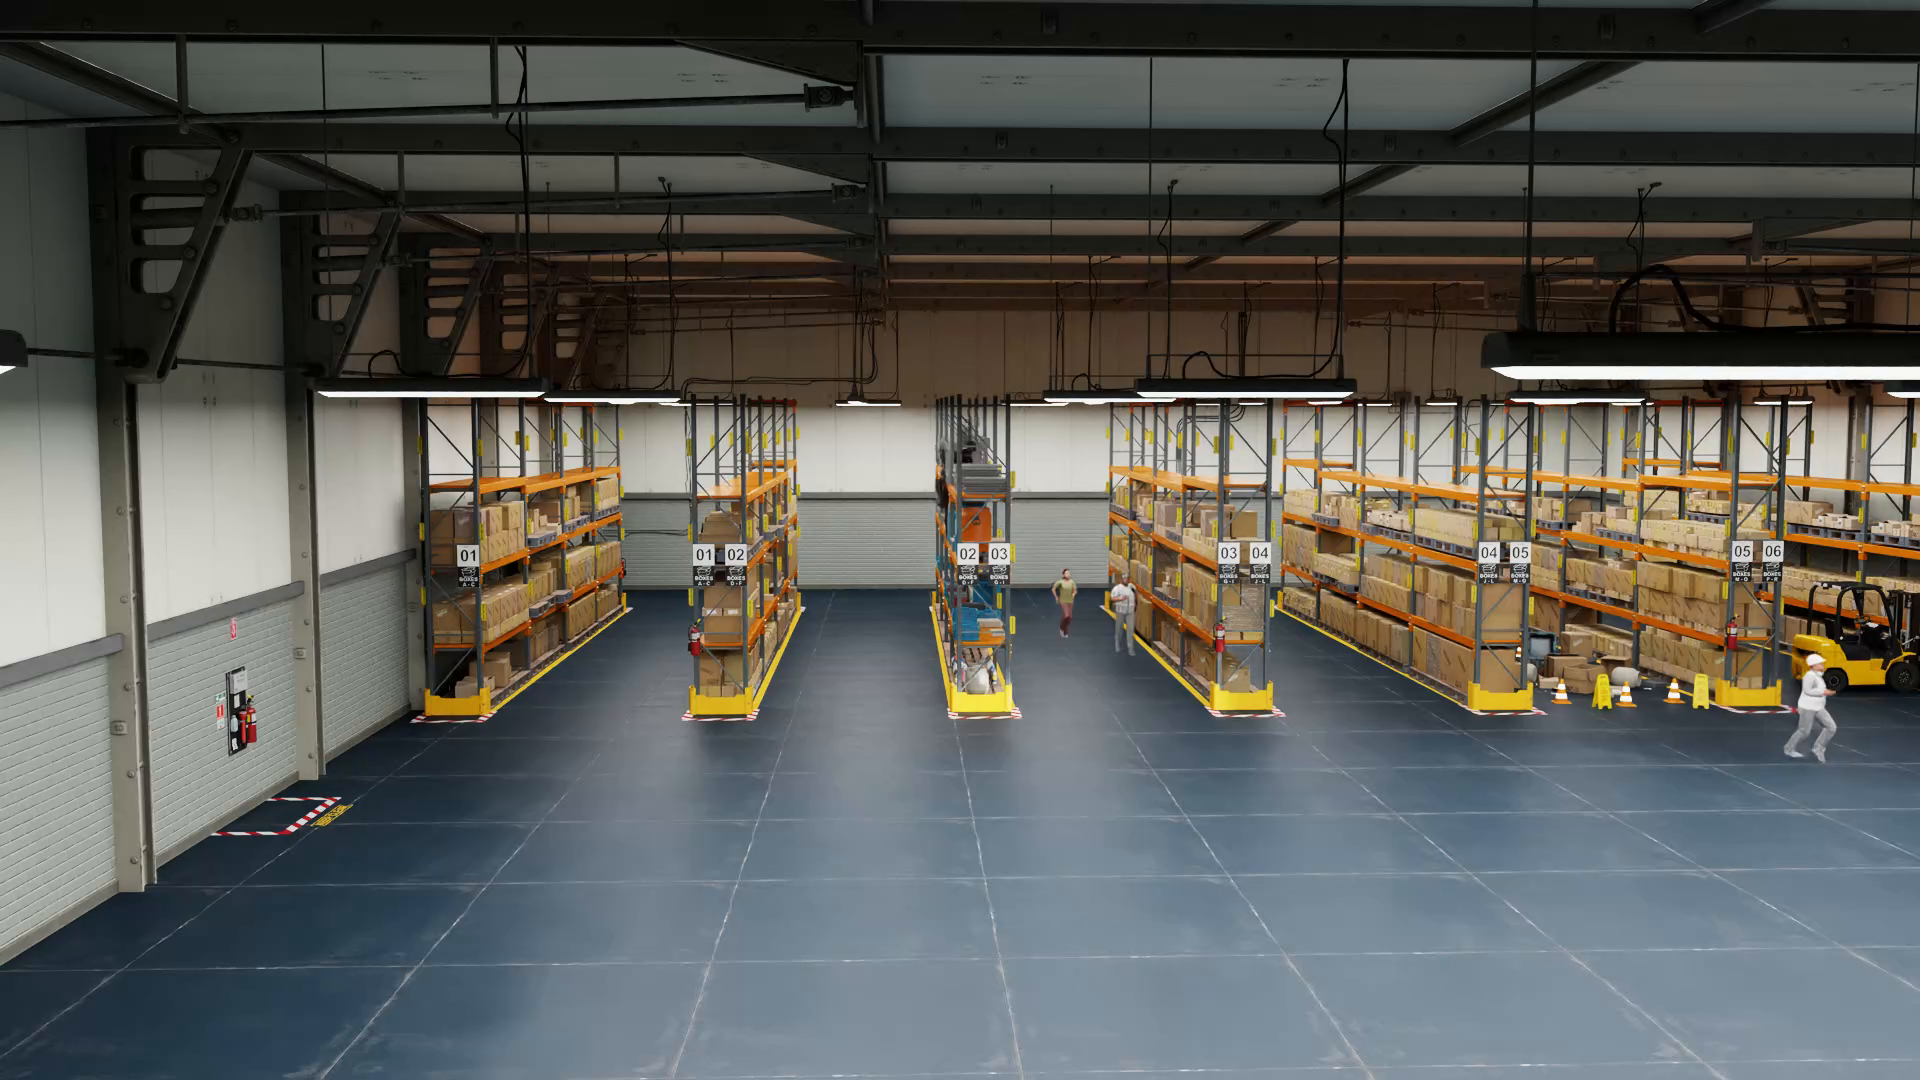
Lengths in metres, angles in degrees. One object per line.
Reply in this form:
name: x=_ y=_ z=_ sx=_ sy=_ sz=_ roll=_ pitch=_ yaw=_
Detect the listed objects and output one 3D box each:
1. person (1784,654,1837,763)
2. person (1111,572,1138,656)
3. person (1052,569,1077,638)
person: x=13.770 y=2.733 z=26.928 sx=0.640 sy=1.795 sz=0.777 roll=-4 pitch=6 yaw=-41
person: x=3.665 y=1.619 z=37.007 sx=0.681 sy=1.829 sz=0.845 roll=-1 pitch=5 yaw=-10
person: x=2.533 y=1.509 z=39.454 sx=0.566 sy=1.652 sz=0.550 roll=-2 pitch=5 yaw=-20
